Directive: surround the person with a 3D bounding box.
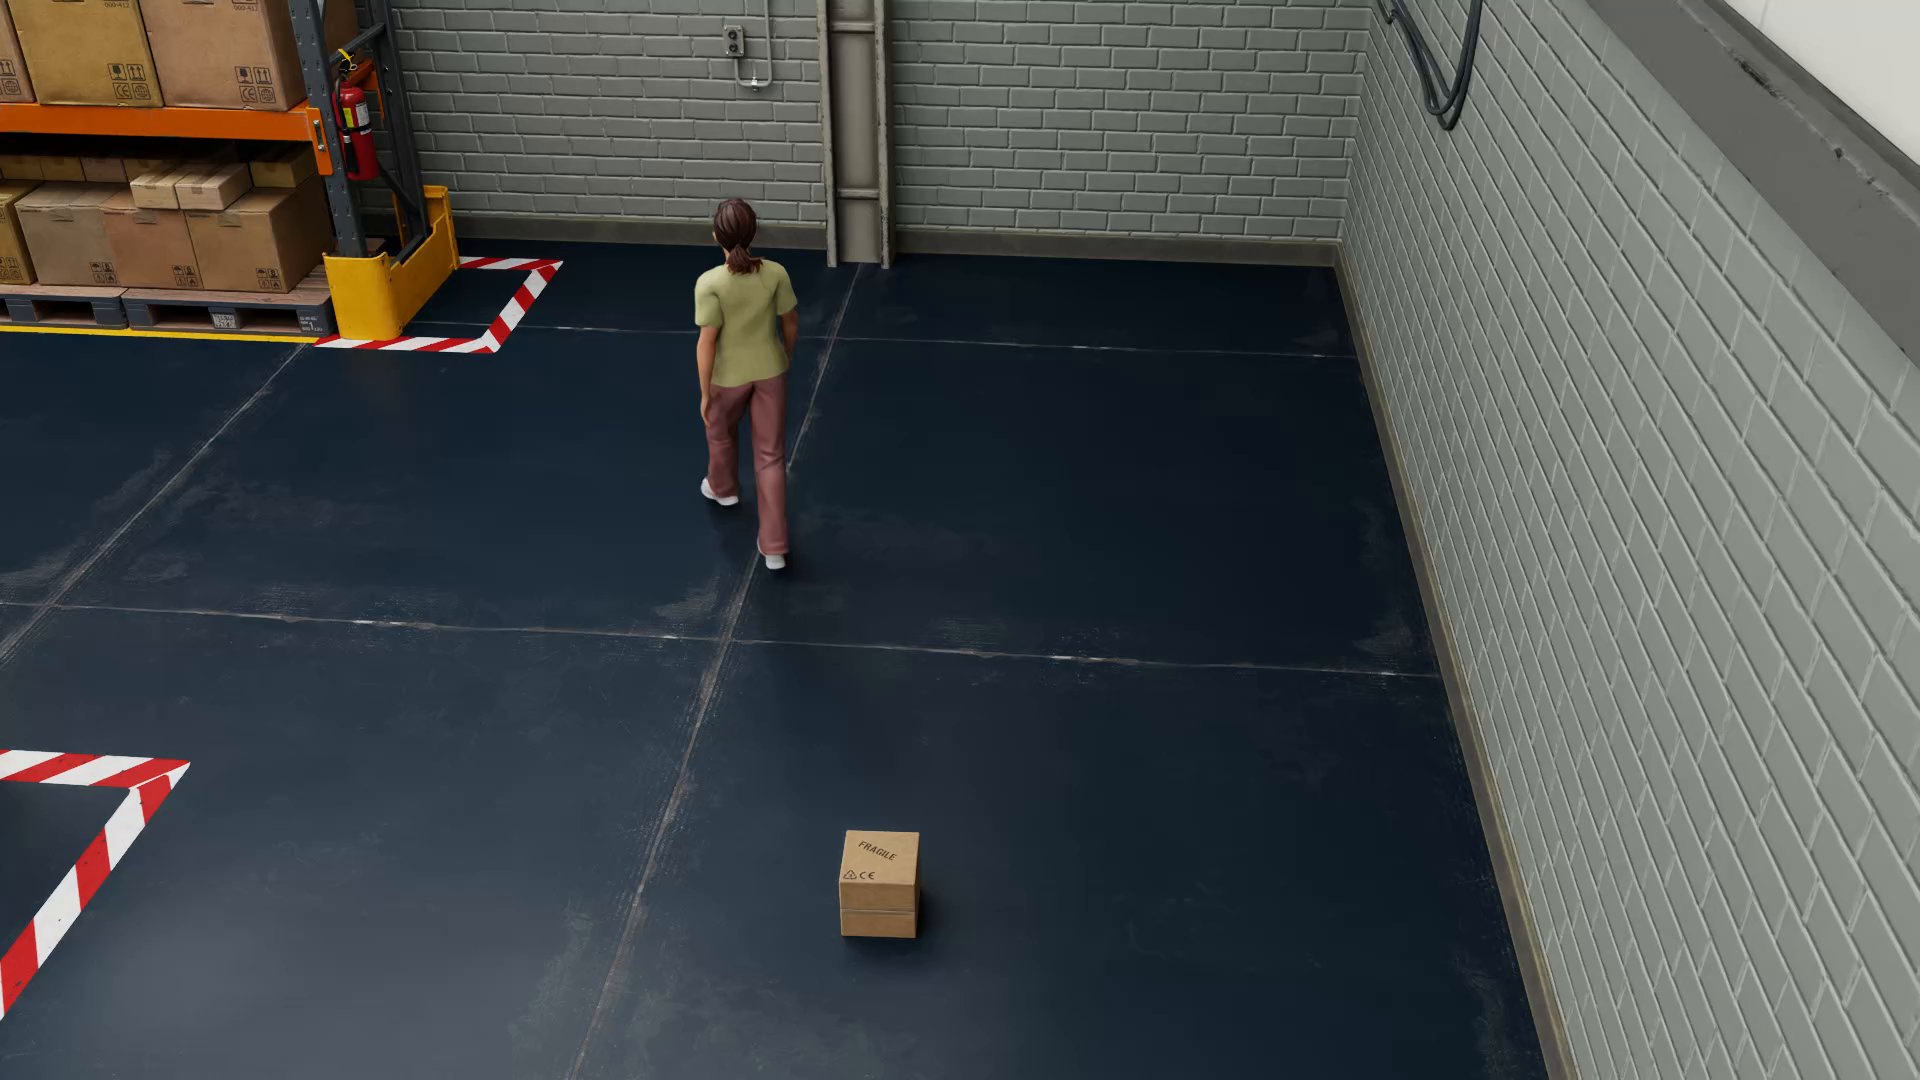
[{"bbox_3d":[-0.949,-0.758,7.331,0.477,1.640,0.909,-10,33,-15],"label":"person"}]
